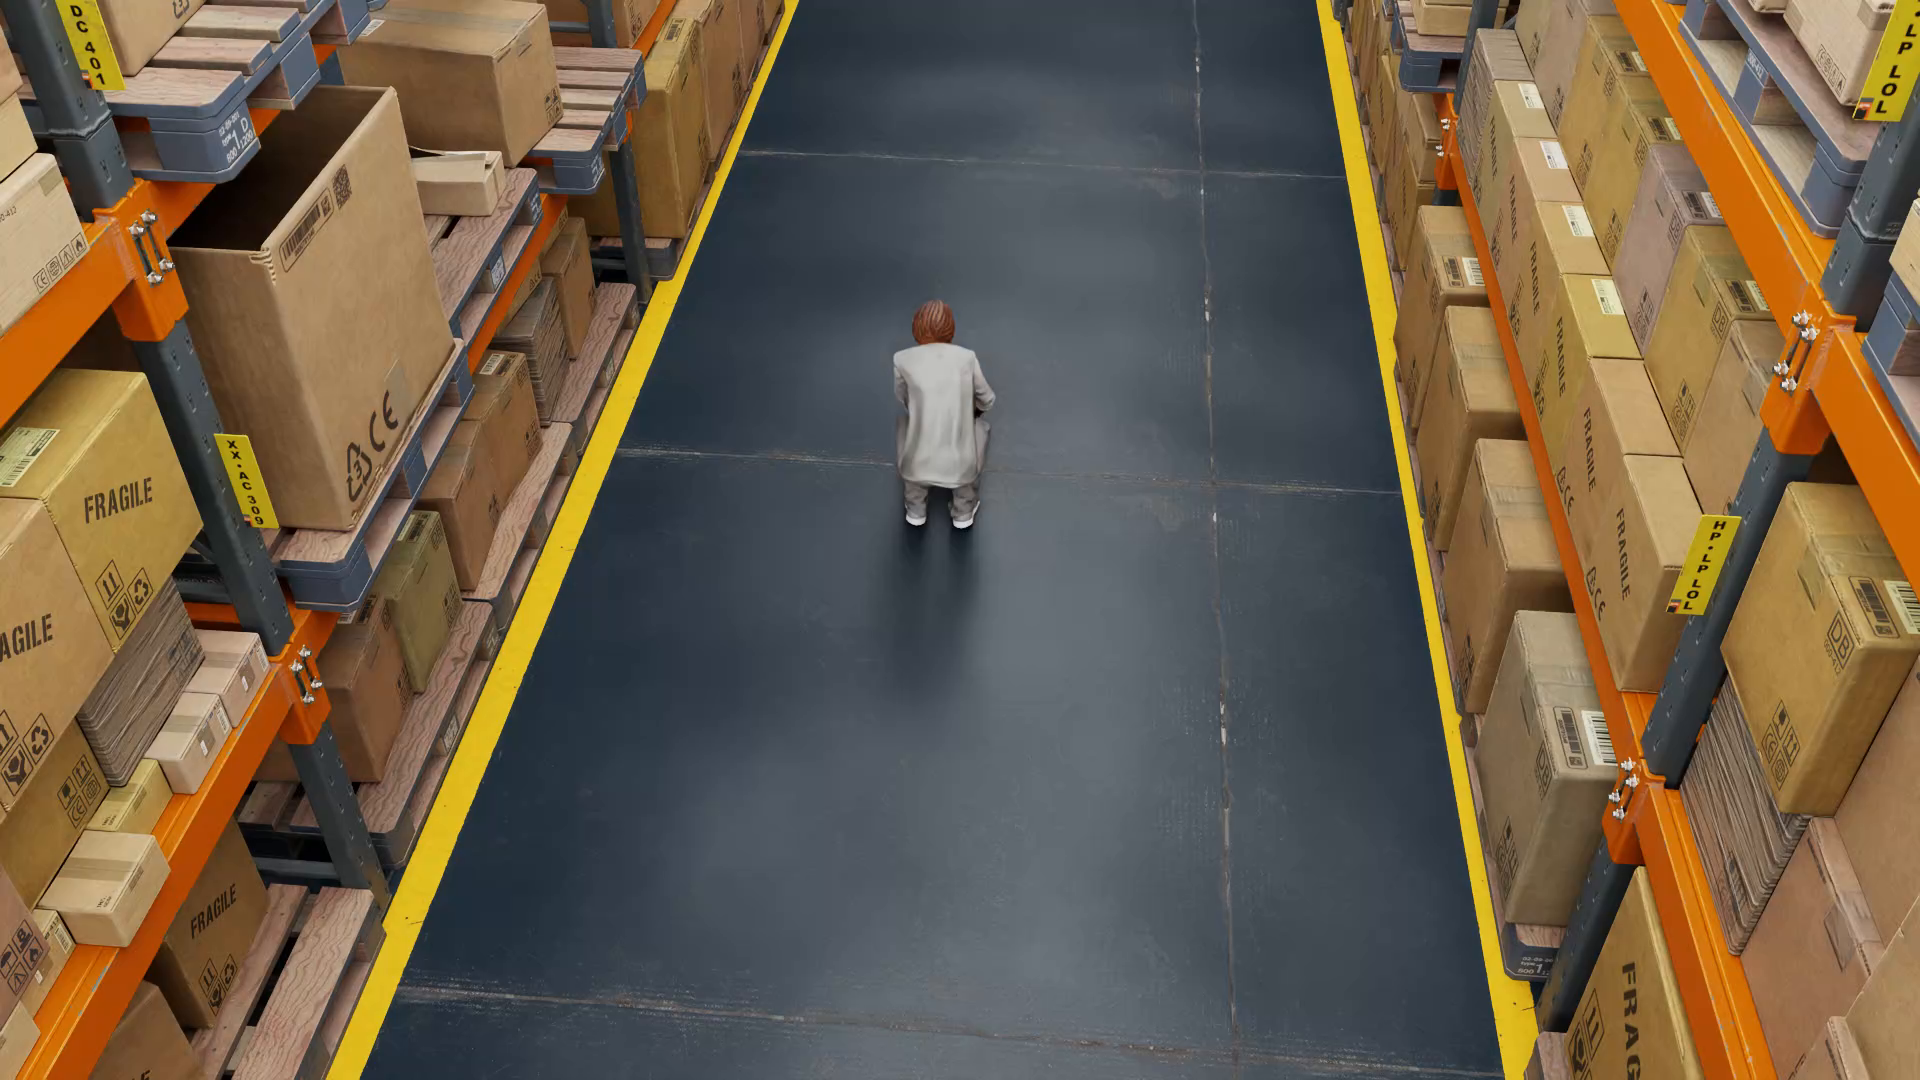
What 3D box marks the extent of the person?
[{"bbox_3d":[-0.083,-0.568,7.334,0.437,0.809,0.806,3,41,4],"label":"person"}]
